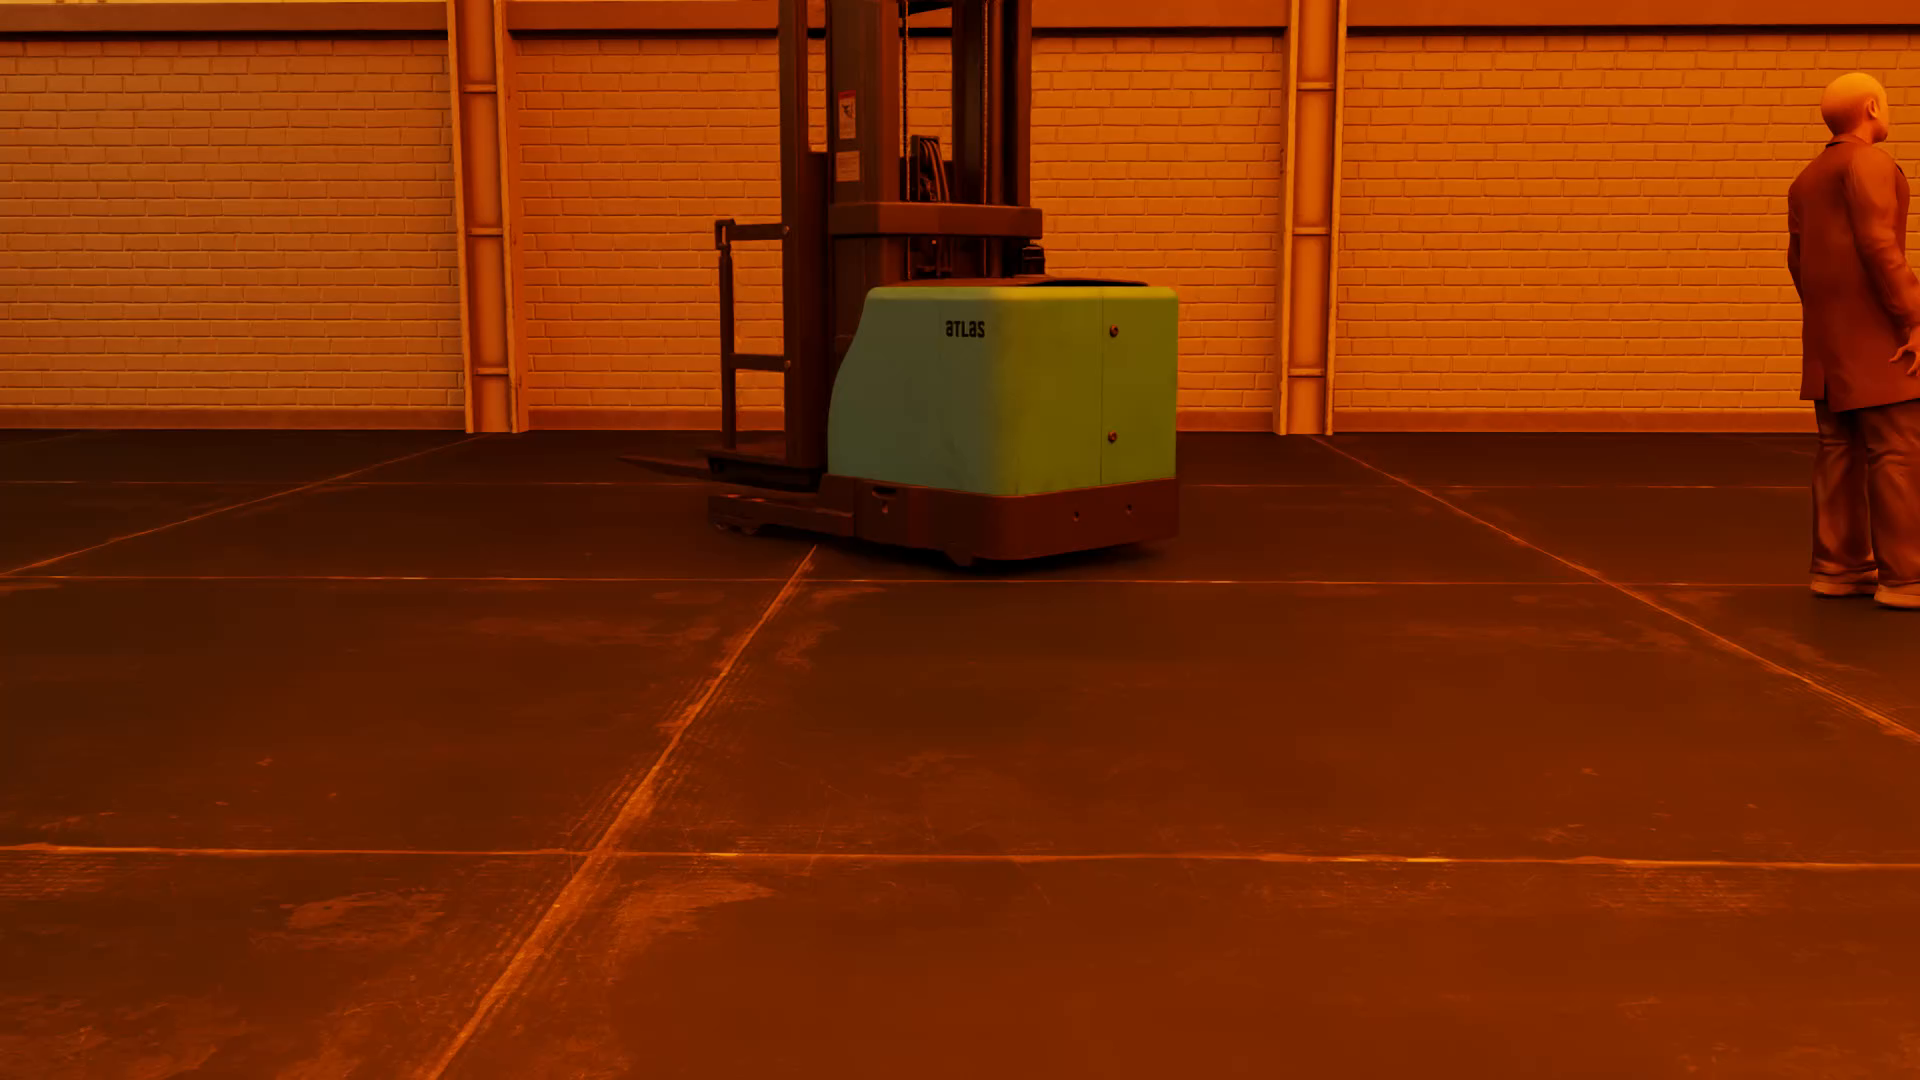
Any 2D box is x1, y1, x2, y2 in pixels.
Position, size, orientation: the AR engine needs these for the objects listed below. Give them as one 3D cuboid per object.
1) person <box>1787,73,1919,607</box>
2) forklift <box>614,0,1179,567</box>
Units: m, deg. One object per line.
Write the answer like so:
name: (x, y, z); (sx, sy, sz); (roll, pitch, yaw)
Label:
person: (3.172, -0.687, 5.688); (0.580, 1.777, 0.698); (0, 9, 1)
forklift: (-0.478, -1.516, 7.345); (1.130, 2.935, 3.031); (-8, 12, -42)
